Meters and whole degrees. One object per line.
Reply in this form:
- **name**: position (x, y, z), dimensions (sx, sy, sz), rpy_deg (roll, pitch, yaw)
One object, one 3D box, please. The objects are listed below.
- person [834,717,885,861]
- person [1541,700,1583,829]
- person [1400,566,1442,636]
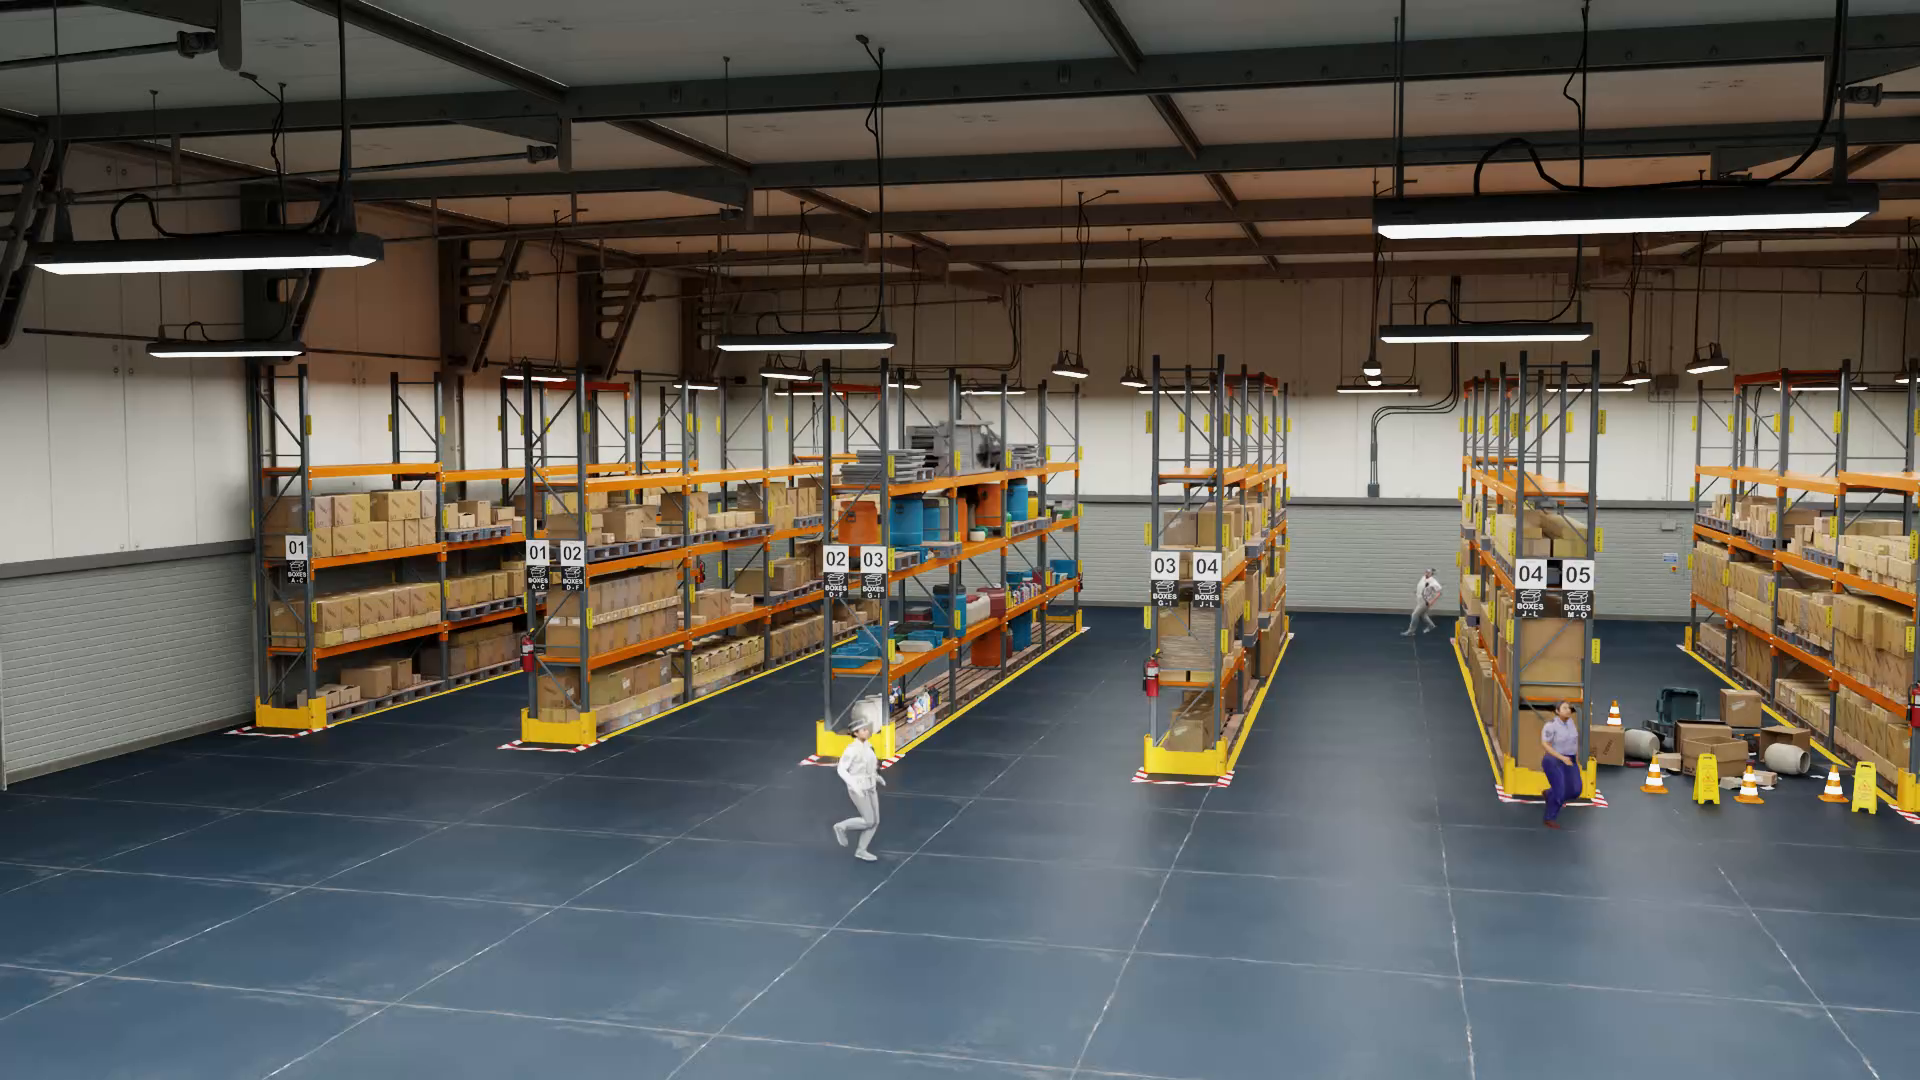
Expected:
- **person**: position (-1.162, 2.860, 19.195), dimensions (0.555, 1.657, 0.615), rpy_deg (2, 4, 28)
- **person**: position (7.486, 2.818, 20.718), dimensions (0.638, 1.556, 0.619), rpy_deg (-2, 4, -27)
- **person**: position (10.920, 1.438, 39.414), dimensions (0.923, 1.695, 0.854), rpy_deg (1, 4, 11)
